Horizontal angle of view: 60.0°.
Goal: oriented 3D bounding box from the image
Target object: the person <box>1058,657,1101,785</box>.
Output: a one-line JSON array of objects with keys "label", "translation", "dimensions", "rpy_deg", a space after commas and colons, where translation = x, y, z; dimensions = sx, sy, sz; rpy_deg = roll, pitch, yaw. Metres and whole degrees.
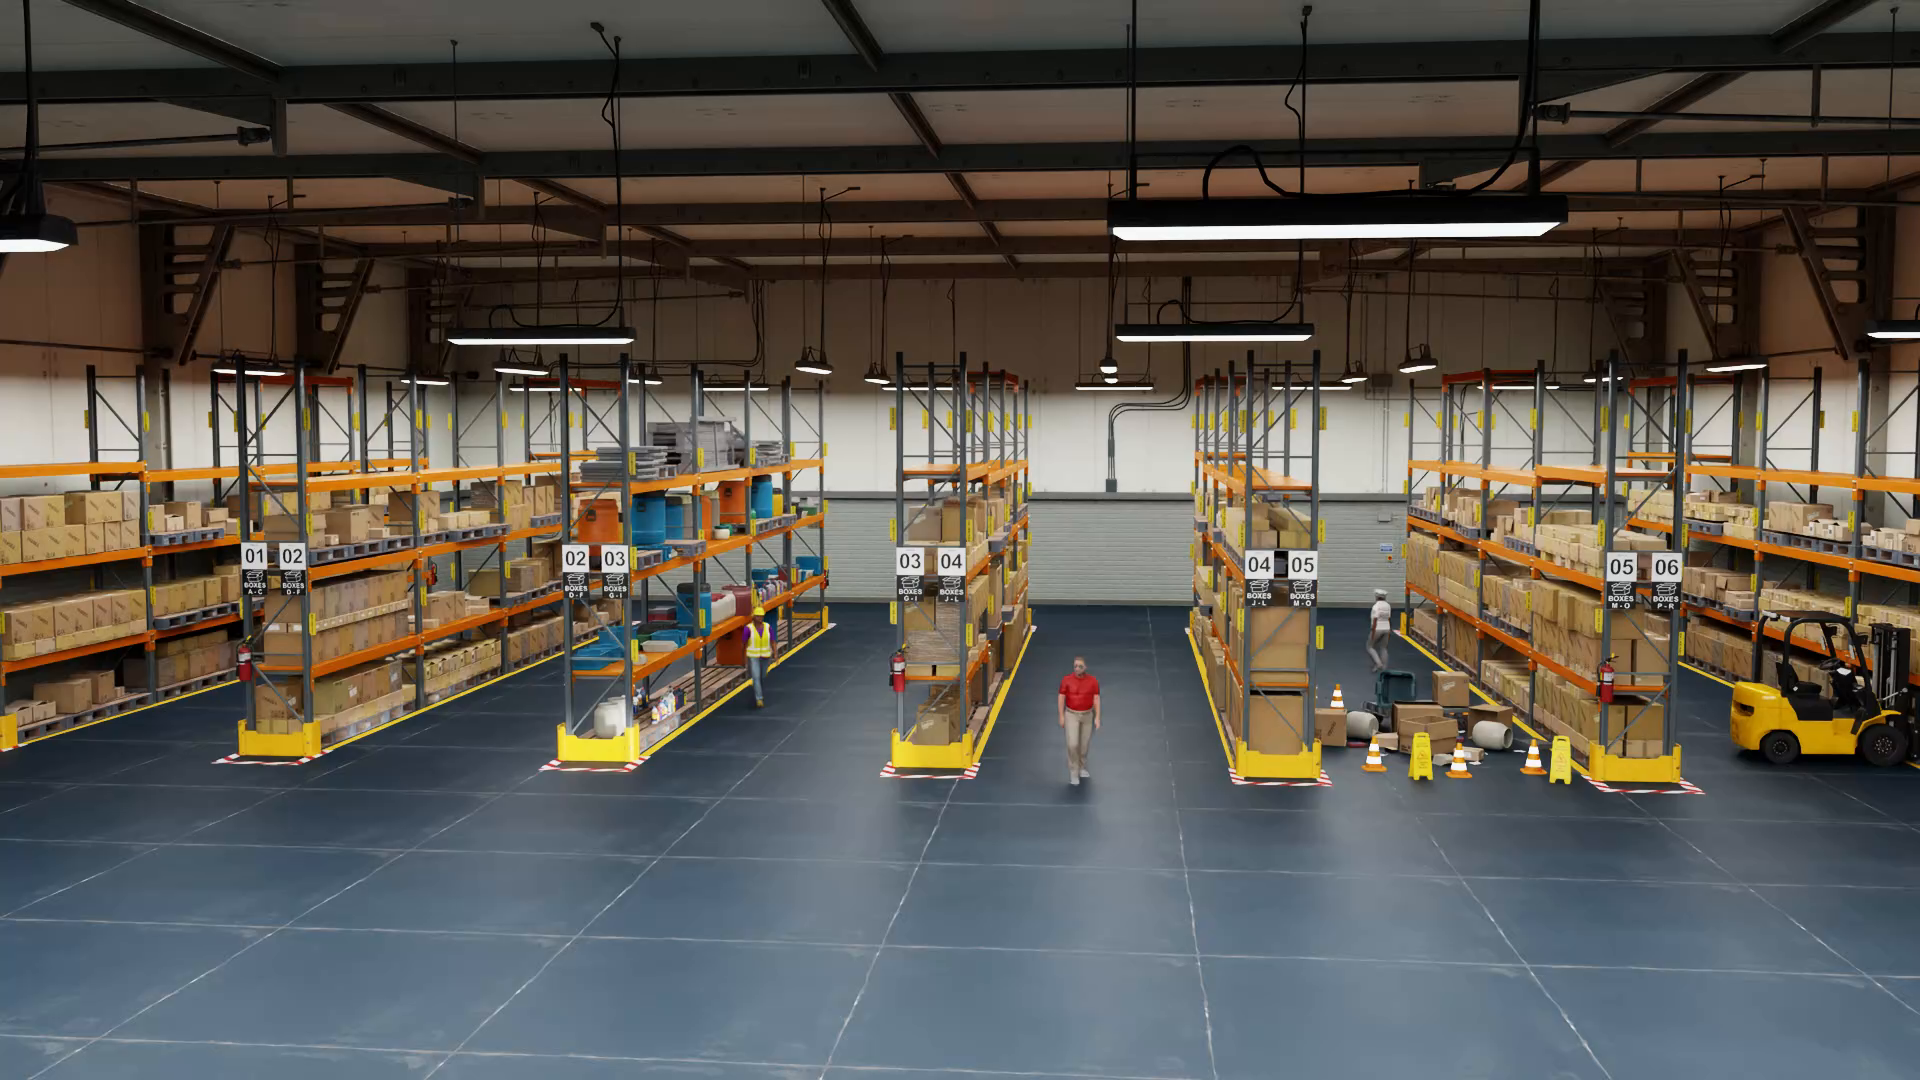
[{"label": "person", "translation": [1.674, 2.529, 23.167], "dimensions": [0.555, 1.806, 0.624], "rpy_deg": [-1, 4, -11]}]

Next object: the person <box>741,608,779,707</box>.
[{"label": "person", "translation": [-3.544, 2.048, 29.328], "dimensions": [0.609, 1.708, 1.122], "rpy_deg": [-2, 4, -22]}]

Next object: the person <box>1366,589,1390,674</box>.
[{"label": "person", "translation": [8.346, 1.819, 32.988], "dimensions": [0.503, 1.681, 0.444], "rpy_deg": [-2, 5, -28]}]
